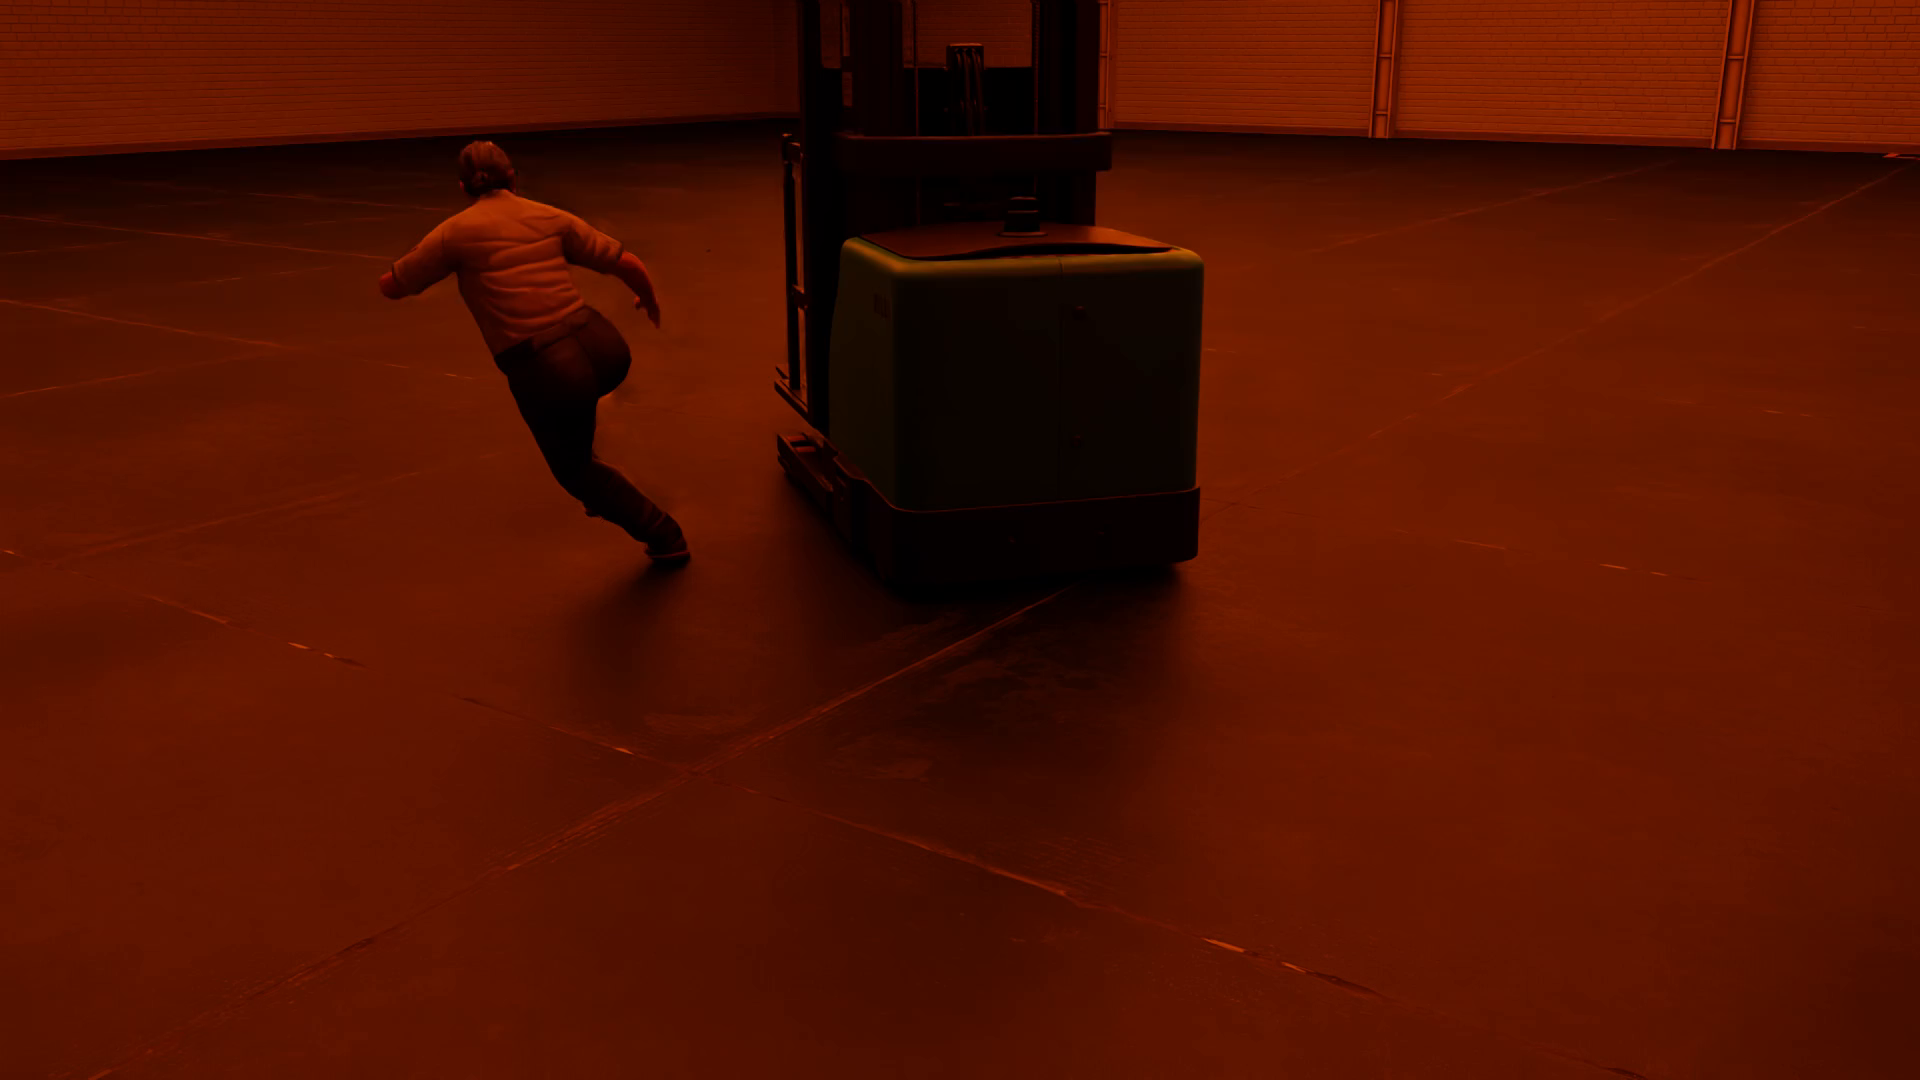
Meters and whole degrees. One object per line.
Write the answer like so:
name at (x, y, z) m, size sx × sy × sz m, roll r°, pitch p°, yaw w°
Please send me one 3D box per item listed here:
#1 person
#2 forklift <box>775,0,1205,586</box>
person at (-1.372, -0.596, 5.517) m, size 0.853 × 1.426 × 0.913 m, roll 16°, pitch 23°, yaw 43°
forklift at (-0.120, -1.643, 6.327) m, size 1.130 × 2.935 × 3.031 m, roll -5°, pitch 17°, yaw -16°
